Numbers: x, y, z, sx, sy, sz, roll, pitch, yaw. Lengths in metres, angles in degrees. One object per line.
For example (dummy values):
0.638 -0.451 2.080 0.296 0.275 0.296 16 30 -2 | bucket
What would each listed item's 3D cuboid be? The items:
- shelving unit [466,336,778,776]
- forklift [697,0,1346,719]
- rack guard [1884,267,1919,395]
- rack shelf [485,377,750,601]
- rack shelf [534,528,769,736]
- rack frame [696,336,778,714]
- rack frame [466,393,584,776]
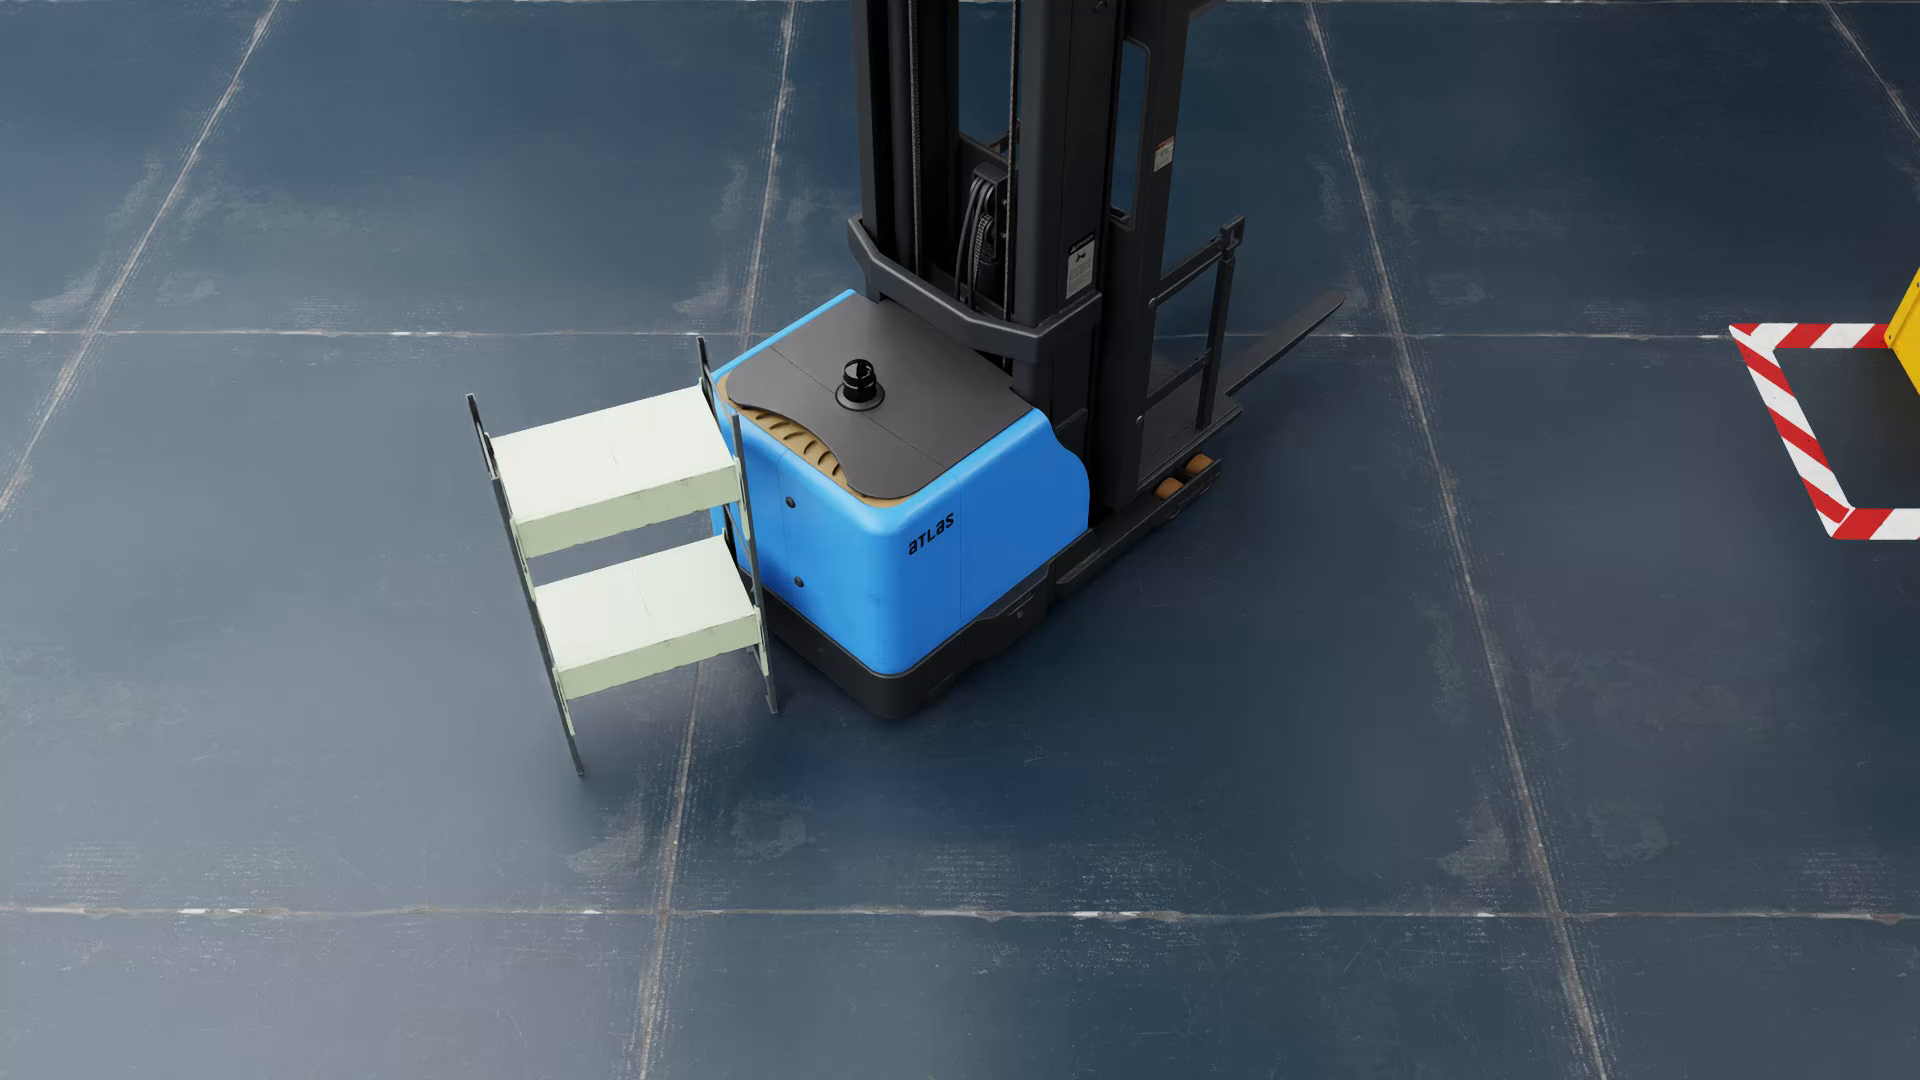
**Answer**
-1.097 0.097 5.636 0.755 1.500 0.431 -16 49 -15 | shelving unit
0.439 -1.327 5.983 1.130 2.935 3.031 36 56 28 | forklift
4.397 -0.706 7.066 0.348 0.500 1.175 0 47 0 | rack guard
-1.097 -0.169 5.350 0.720 0.370 0.431 -16 49 -15 | rack shelf
-1.097 0.319 5.874 0.720 0.370 0.431 -16 49 -15 | rack shelf
-0.757 -0.004 5.729 0.023 1.500 0.400 -16 49 -15 | rack frame
-1.436 0.197 5.542 0.023 1.500 0.400 -16 49 -15 | rack frame
